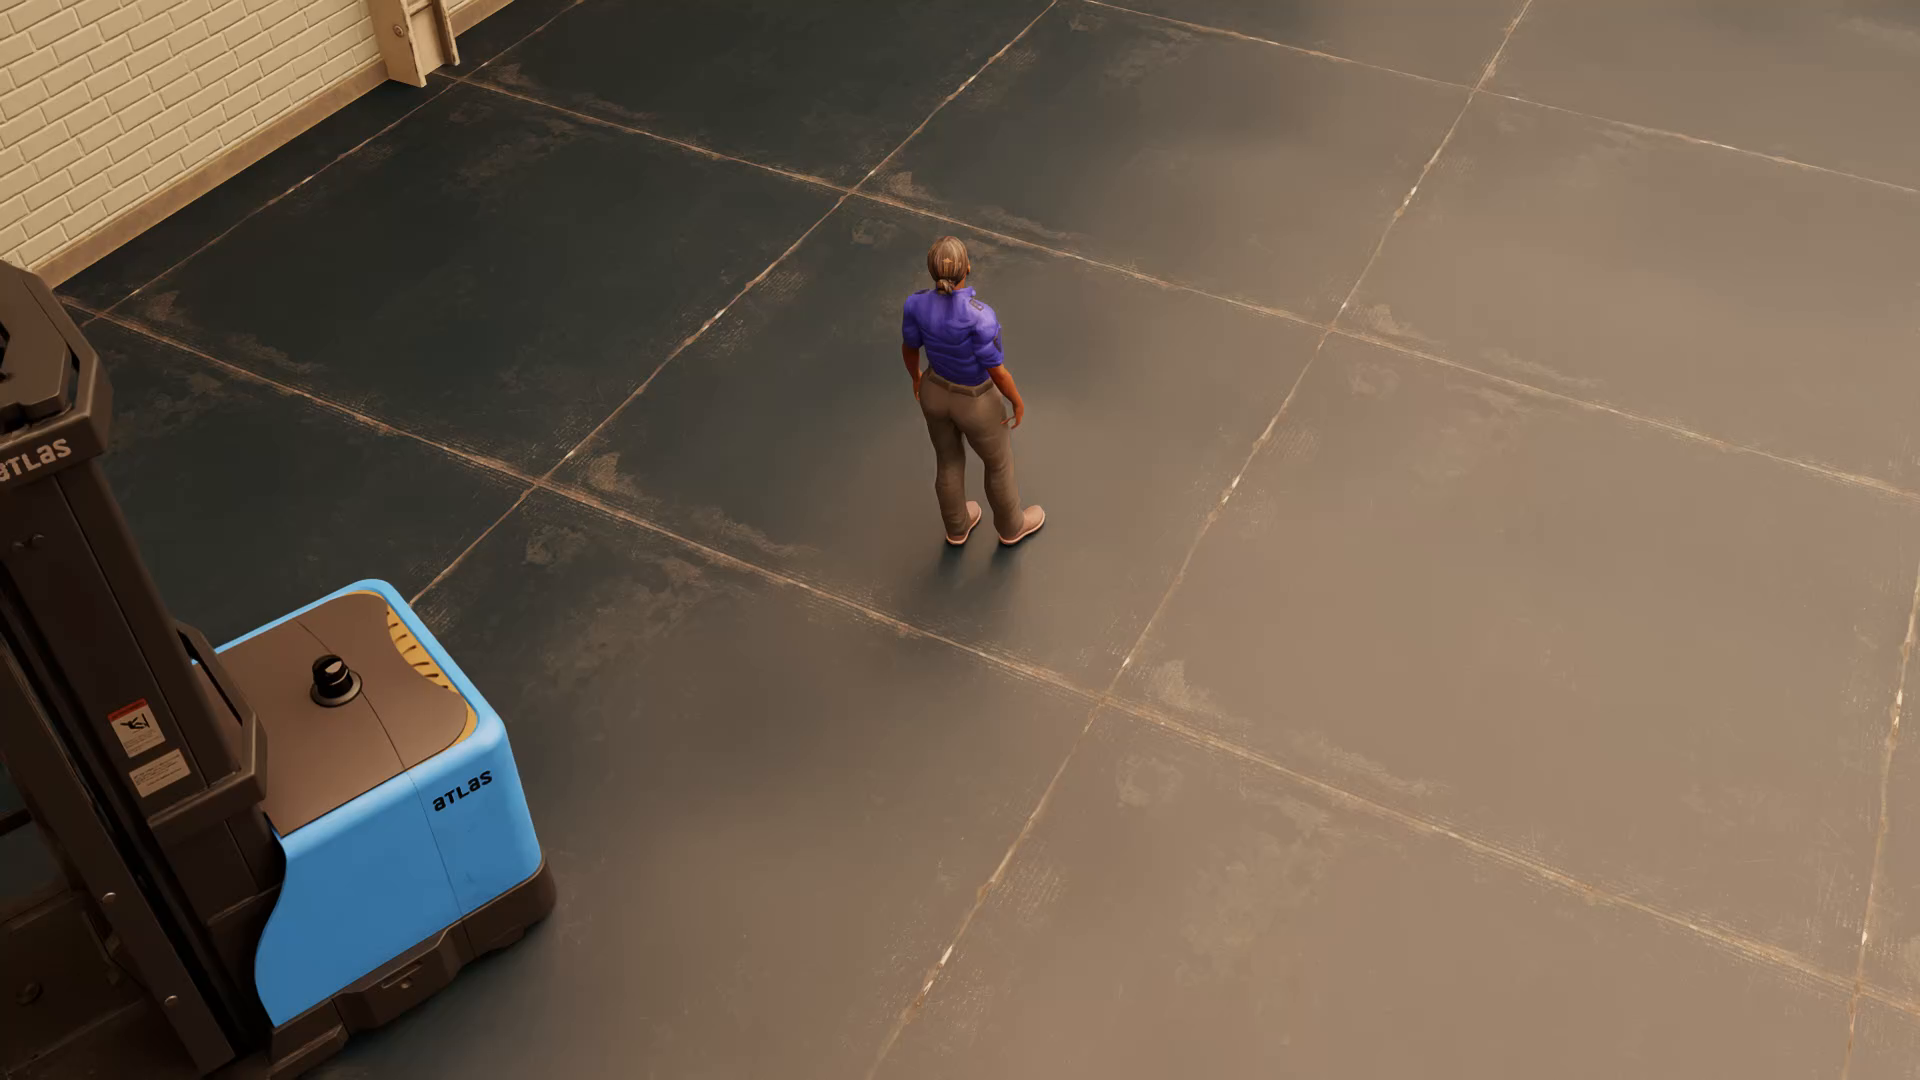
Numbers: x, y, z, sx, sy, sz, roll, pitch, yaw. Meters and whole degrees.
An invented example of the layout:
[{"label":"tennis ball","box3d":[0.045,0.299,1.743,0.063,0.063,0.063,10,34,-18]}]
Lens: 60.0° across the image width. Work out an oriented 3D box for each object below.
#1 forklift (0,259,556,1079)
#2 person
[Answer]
[{"label":"forklift","box3d":[-2.978,0.729,4.880,3.031,2.935,1.130,-29,51,-28]},{"label":"person","box3d":[0.059,-0.655,7.269,0.569,1.656,0.503,20,47,20]}]
